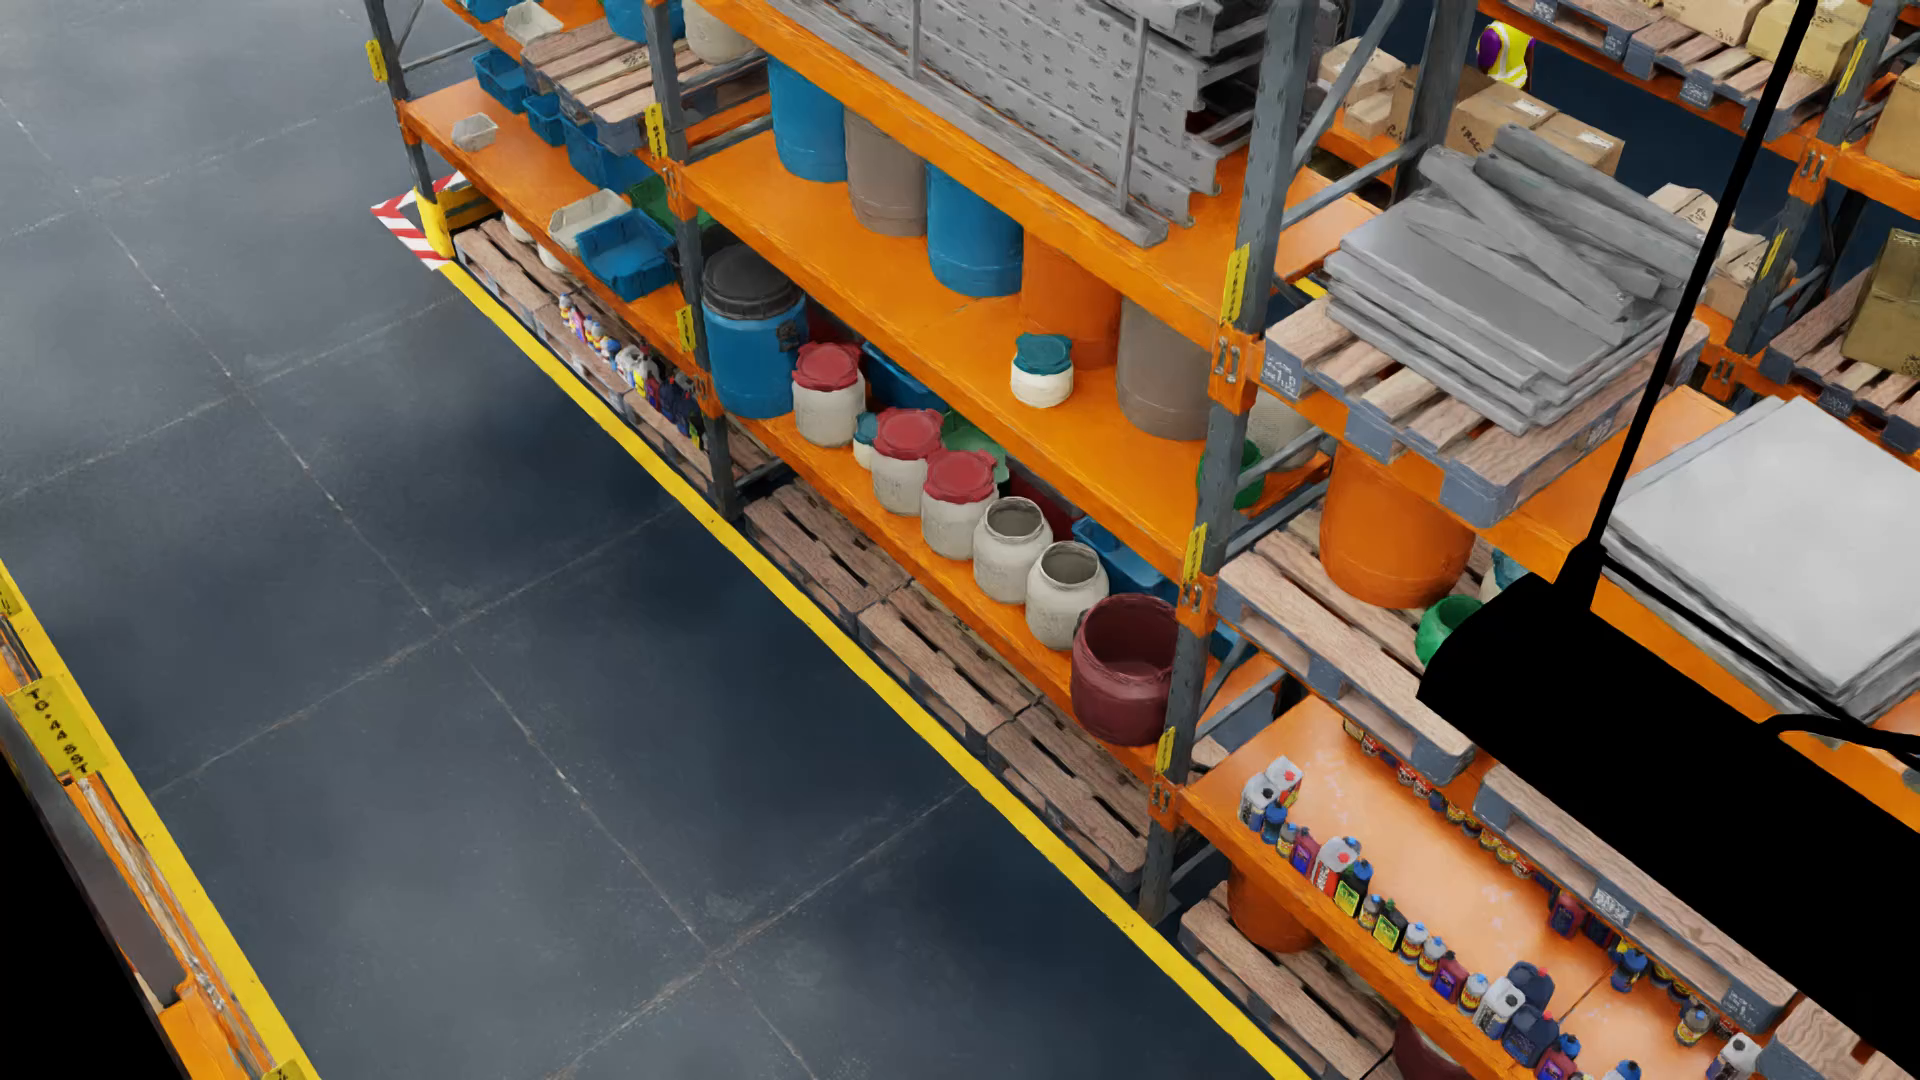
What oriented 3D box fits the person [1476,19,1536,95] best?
[{"bbox_3d":[4.252,-3.670,13.288,0.575,1.689,1.128,-34,55,-28],"label":"person"}]
